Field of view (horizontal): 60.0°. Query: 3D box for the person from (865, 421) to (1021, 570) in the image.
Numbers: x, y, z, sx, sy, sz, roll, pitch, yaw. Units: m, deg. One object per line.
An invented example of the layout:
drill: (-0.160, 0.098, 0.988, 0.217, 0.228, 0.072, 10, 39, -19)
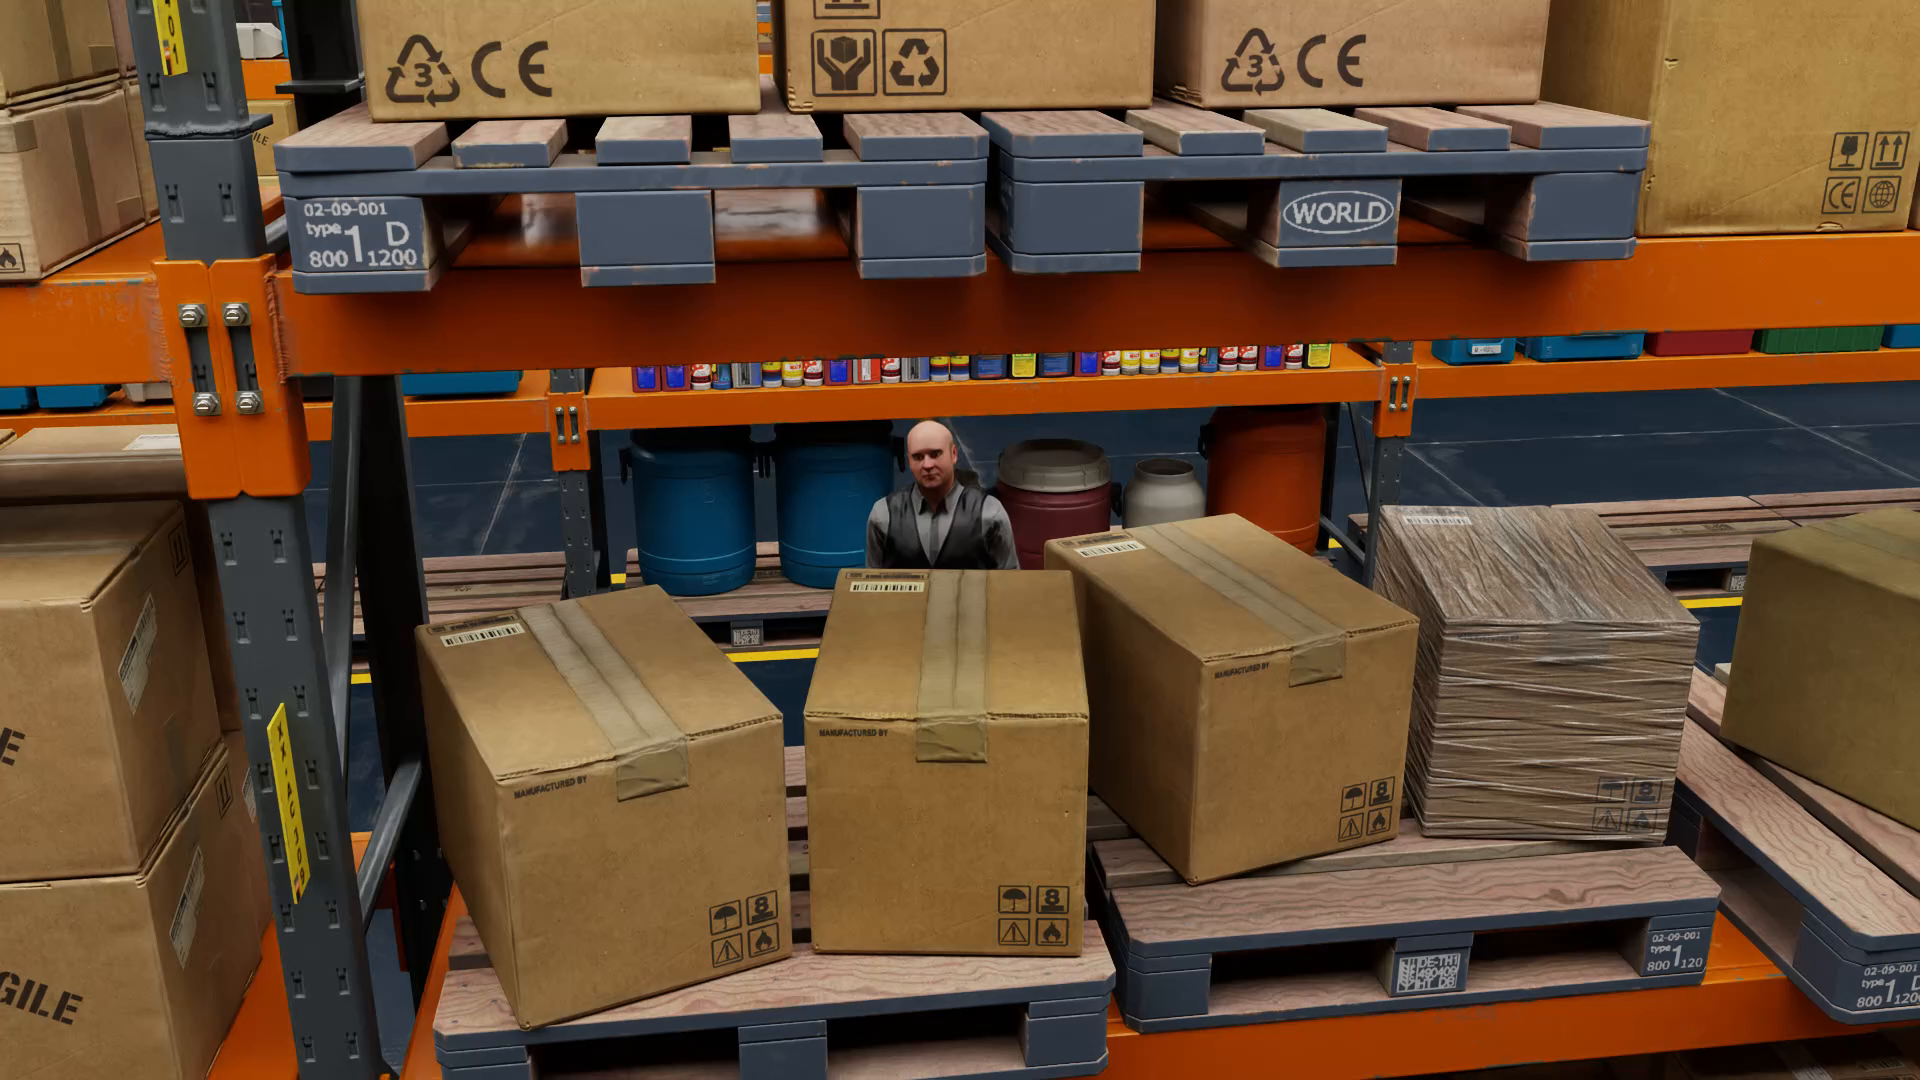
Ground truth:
person: (-0.066, 0.447, 5.899, 0.585, 1.679, 0.925, 0, 20, -1)
